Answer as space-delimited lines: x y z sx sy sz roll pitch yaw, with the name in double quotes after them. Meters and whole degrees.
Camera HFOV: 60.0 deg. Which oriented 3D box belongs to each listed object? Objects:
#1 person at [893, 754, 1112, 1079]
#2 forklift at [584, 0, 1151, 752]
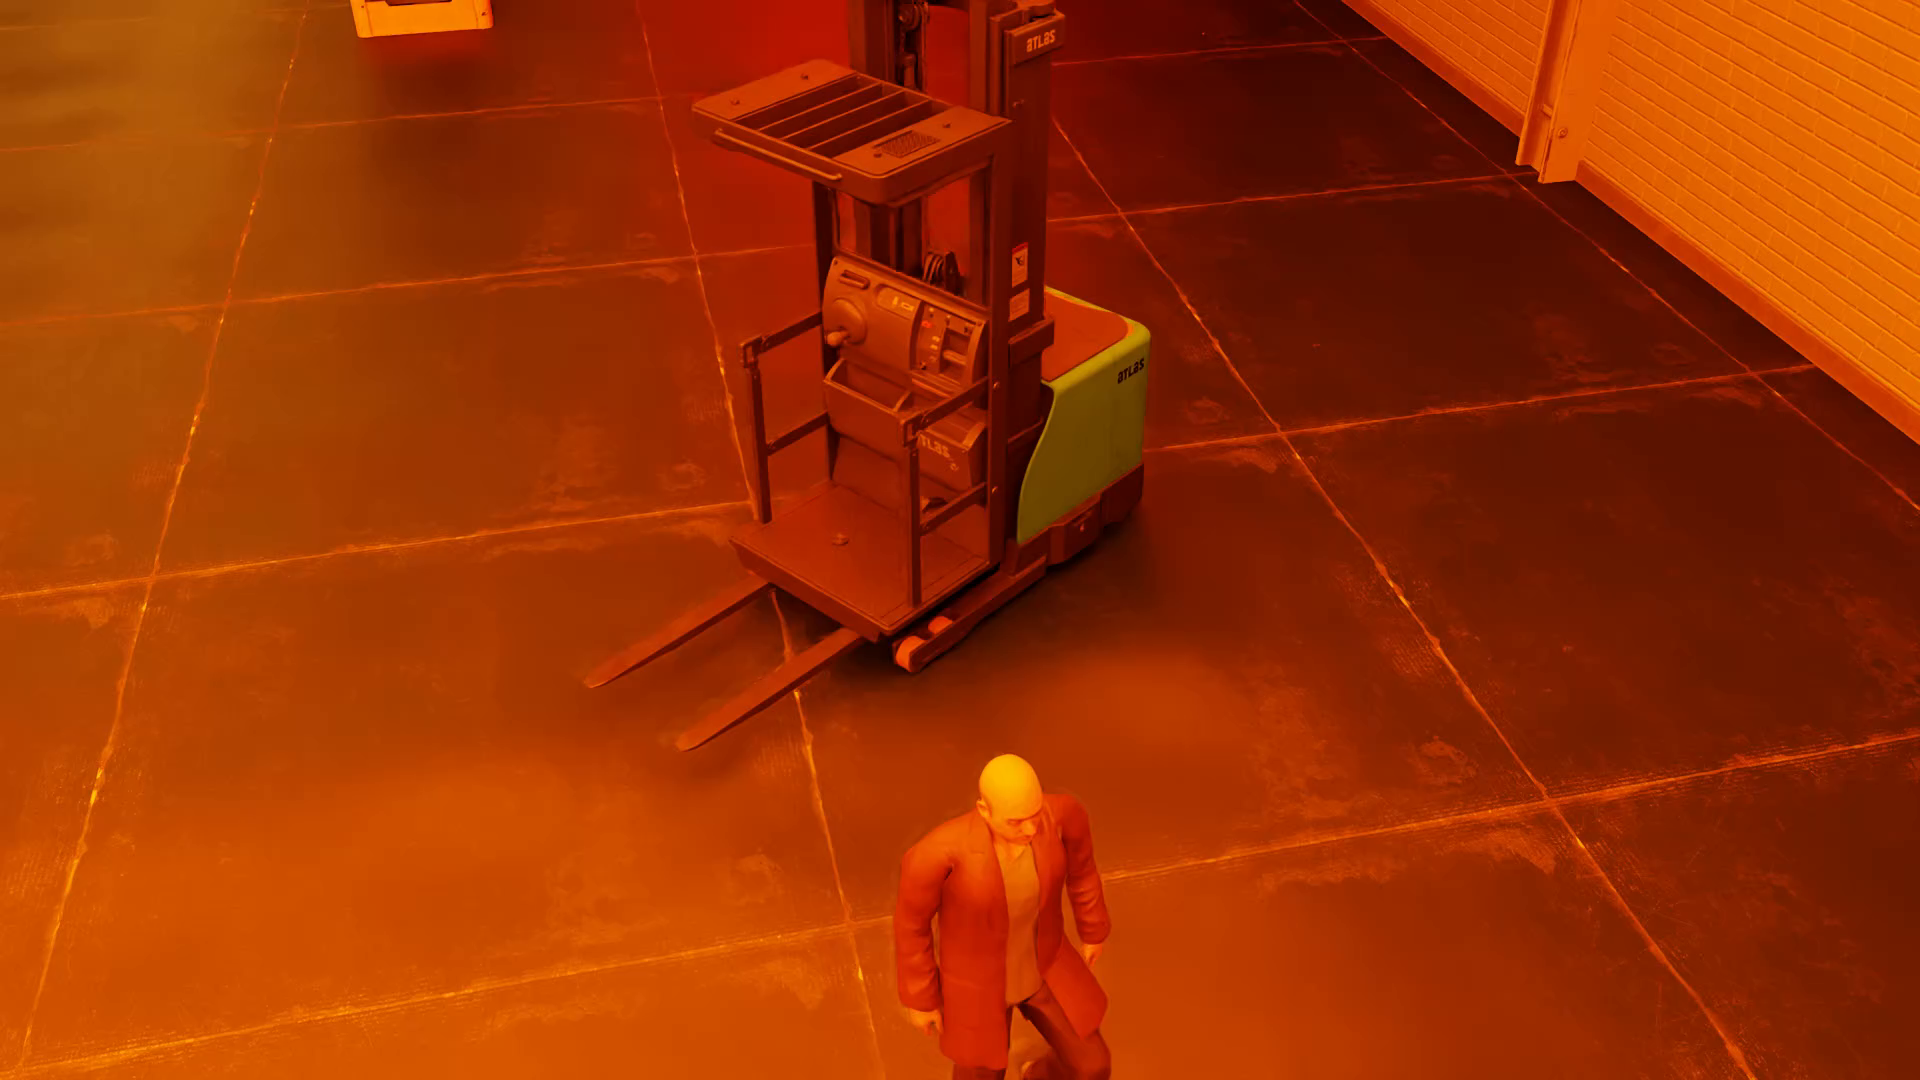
0.169 1.371 5.174 0.722 1.786 0.514 -16 39 -20 "person"
-0.400 -0.913 7.319 1.130 2.935 3.031 28 44 33 "forklift"
